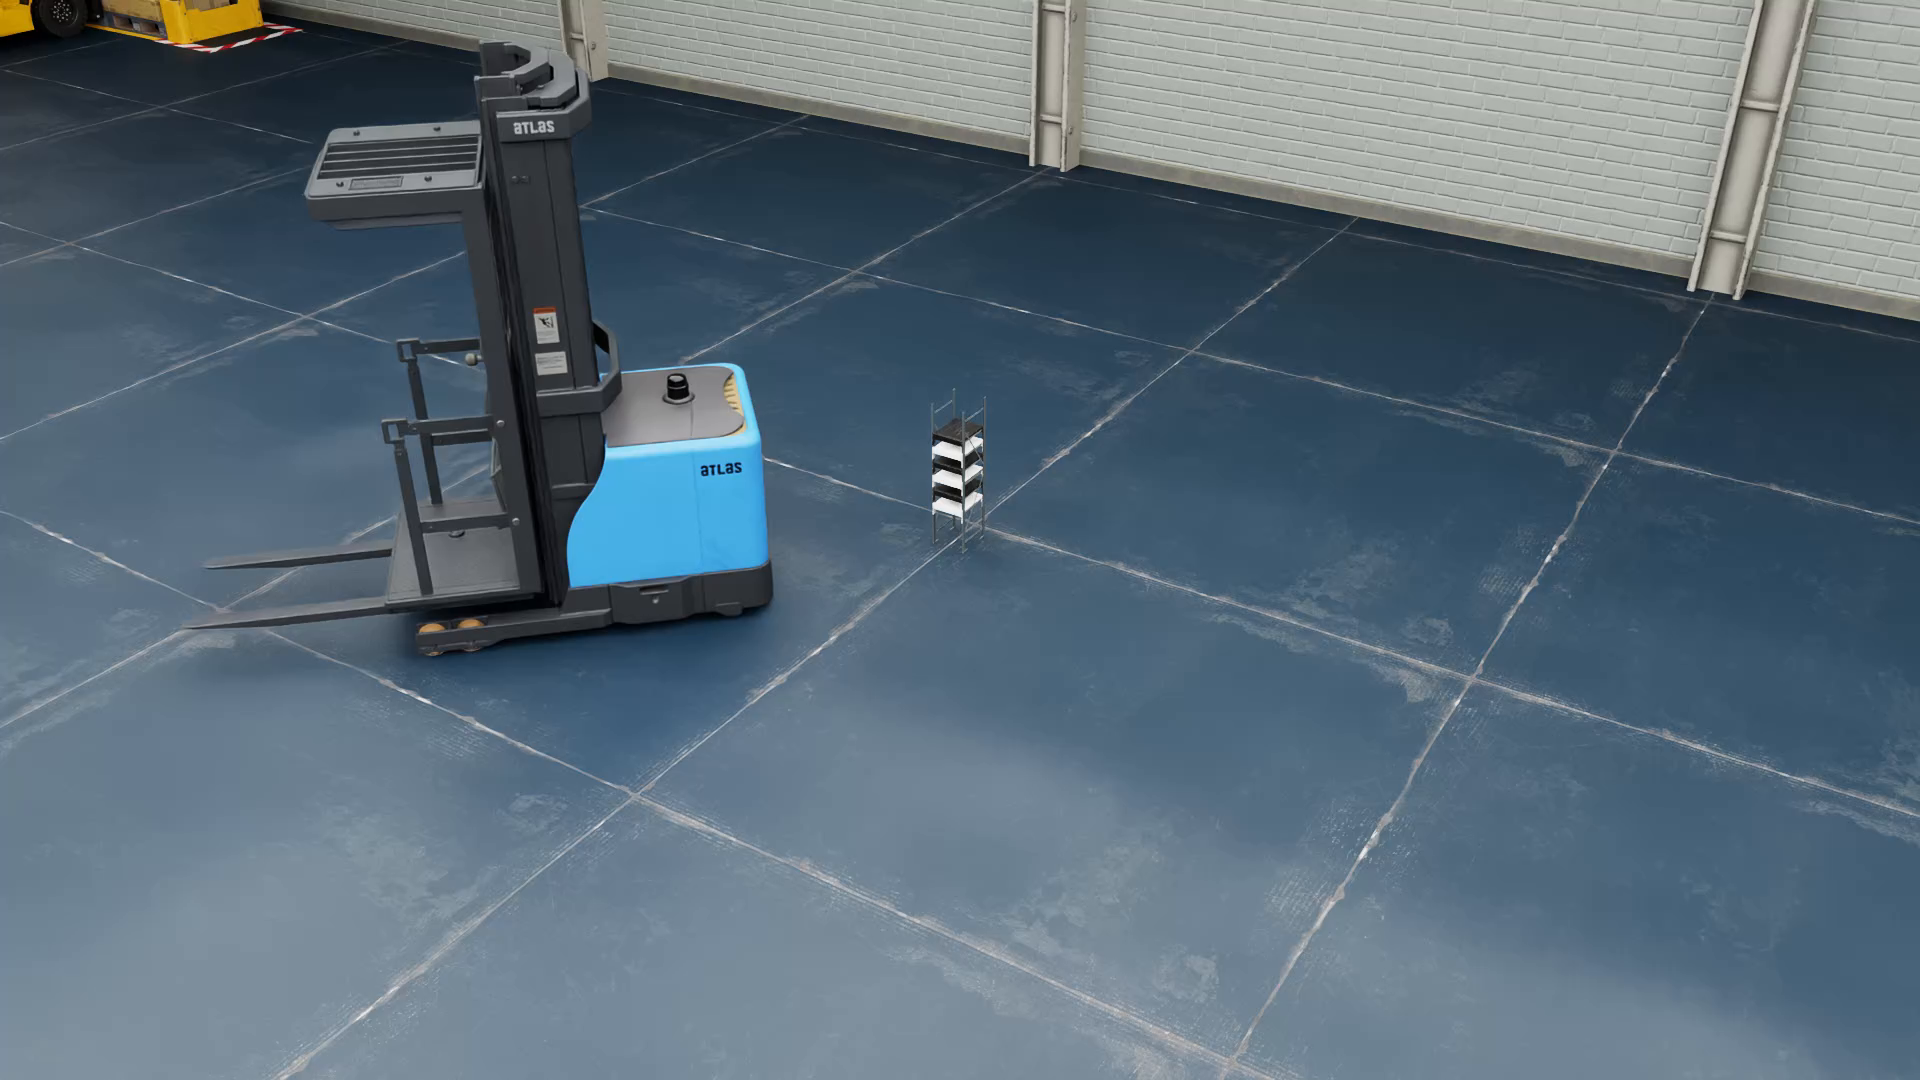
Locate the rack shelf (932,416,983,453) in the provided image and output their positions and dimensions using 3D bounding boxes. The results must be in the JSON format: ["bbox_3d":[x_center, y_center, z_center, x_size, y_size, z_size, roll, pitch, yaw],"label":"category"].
[{"bbox_3d":[-0.007,-0.595,9.408,0.200,0.077,0.258,18,35,27],"label":"rack shelf"}]

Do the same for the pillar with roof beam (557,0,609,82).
[{"bbox_3d":[-6.464,-7.251,13.248,0.400,9.000,9.100,18,35,27],"label":"pillar with roof beam"}]

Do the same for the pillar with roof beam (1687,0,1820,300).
[{"bbox_3d":[3.700,-4.036,7.738,0.400,9.000,9.100,18,35,27],"label":"pillar with roof beam"}]

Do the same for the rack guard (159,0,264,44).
[{"bbox_3d":[-9.126,-6.447,20.304,0.348,0.500,1.175,18,35,27],"label":"rack guard"}]

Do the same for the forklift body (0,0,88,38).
[{"bbox_3d":[-11.723,-6.896,19.435,1.214,2.155,2.313,18,35,27],"label":"forklift body"}]

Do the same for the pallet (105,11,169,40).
[{"bbox_3d":[-9.817,-6.515,20.709,1.213,0.211,1.003,18,35,27],"label":"pallet"}]

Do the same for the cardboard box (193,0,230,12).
[{"bbox_3d":[-9.459,-6.742,20.641,0.500,0.250,0.500,18,35,28],"label":"cardboard box"}]

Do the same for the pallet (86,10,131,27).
[{"bbox_3d":[-10.846,-6.843,21.270,1.213,0.211,1.003,18,35,27],"label":"pallet"}]

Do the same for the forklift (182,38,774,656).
[{"bbox_3d":[-2.590,-0.951,8.472,3.031,2.935,1.130,-6,31,-11],"label":"forklift"}]

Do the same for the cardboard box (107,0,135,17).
[{"bbox_3d":[-10.129,-6.655,20.492,0.500,0.250,0.500,18,35,27],"label":"cardboard box"}]

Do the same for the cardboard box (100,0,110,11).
[{"bbox_3d":[-10.548,-6.793,20.729,0.500,0.250,0.500,18,35,28],"label":"cardboard box"}]

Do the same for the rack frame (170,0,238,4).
[{"bbox_3d":[-9.147,-7.533,19.686,0.127,3.000,1.000,18,35,27],"label":"rack frame"}]

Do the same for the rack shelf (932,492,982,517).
[{"bbox_3d":[-0.007,-0.207,9.634,0.200,0.077,0.258,18,35,27],"label":"rack shelf"}]

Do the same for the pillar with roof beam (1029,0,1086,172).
[{"bbox_3d":[-1.382,-5.643,10.493,0.400,9.000,9.100,18,35,27],"label":"pillar with roof beam"}]

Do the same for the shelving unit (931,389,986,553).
[{"bbox_3d":[-0.007,-0.391,9.527,0.210,0.900,0.258,18,35,27],"label":"shelving unit"}]

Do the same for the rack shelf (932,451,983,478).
[{"bbox_3d":[-0.007,-0.440,9.498,0.200,0.077,0.258,18,35,27],"label":"rack shelf"}]

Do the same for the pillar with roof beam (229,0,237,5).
[{"bbox_3d":[-11.546,-8.858,16.003,0.400,9.000,9.100,18,35,27],"label":"pillar with roof beam"}]

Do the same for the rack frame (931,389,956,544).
[{"bbox_3d":[-0.093,-0.418,9.574,0.006,0.900,0.240,18,35,27],"label":"rack frame"}]

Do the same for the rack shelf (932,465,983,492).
[{"bbox_3d":[-0.007,-0.362,9.544,0.200,0.077,0.258,18,35,27],"label":"rack shelf"}]

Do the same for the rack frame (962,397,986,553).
[{"bbox_3d":[0.079,-0.364,9.480,0.006,0.900,0.240,18,35,27],"label":"rack frame"}]

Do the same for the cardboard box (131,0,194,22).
[{"bbox_3d":[-9.713,-6.518,20.257,0.500,0.250,0.500,18,35,28],"label":"cardboard box"}]

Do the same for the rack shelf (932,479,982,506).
[{"bbox_3d":[-0.007,-0.284,9.589,0.200,0.077,0.258,18,35,27],"label":"rack shelf"}]

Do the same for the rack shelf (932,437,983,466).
[{"bbox_3d":[-0.007,-0.518,9.453,0.200,0.077,0.258,18,35,27],"label":"rack shelf"}]
